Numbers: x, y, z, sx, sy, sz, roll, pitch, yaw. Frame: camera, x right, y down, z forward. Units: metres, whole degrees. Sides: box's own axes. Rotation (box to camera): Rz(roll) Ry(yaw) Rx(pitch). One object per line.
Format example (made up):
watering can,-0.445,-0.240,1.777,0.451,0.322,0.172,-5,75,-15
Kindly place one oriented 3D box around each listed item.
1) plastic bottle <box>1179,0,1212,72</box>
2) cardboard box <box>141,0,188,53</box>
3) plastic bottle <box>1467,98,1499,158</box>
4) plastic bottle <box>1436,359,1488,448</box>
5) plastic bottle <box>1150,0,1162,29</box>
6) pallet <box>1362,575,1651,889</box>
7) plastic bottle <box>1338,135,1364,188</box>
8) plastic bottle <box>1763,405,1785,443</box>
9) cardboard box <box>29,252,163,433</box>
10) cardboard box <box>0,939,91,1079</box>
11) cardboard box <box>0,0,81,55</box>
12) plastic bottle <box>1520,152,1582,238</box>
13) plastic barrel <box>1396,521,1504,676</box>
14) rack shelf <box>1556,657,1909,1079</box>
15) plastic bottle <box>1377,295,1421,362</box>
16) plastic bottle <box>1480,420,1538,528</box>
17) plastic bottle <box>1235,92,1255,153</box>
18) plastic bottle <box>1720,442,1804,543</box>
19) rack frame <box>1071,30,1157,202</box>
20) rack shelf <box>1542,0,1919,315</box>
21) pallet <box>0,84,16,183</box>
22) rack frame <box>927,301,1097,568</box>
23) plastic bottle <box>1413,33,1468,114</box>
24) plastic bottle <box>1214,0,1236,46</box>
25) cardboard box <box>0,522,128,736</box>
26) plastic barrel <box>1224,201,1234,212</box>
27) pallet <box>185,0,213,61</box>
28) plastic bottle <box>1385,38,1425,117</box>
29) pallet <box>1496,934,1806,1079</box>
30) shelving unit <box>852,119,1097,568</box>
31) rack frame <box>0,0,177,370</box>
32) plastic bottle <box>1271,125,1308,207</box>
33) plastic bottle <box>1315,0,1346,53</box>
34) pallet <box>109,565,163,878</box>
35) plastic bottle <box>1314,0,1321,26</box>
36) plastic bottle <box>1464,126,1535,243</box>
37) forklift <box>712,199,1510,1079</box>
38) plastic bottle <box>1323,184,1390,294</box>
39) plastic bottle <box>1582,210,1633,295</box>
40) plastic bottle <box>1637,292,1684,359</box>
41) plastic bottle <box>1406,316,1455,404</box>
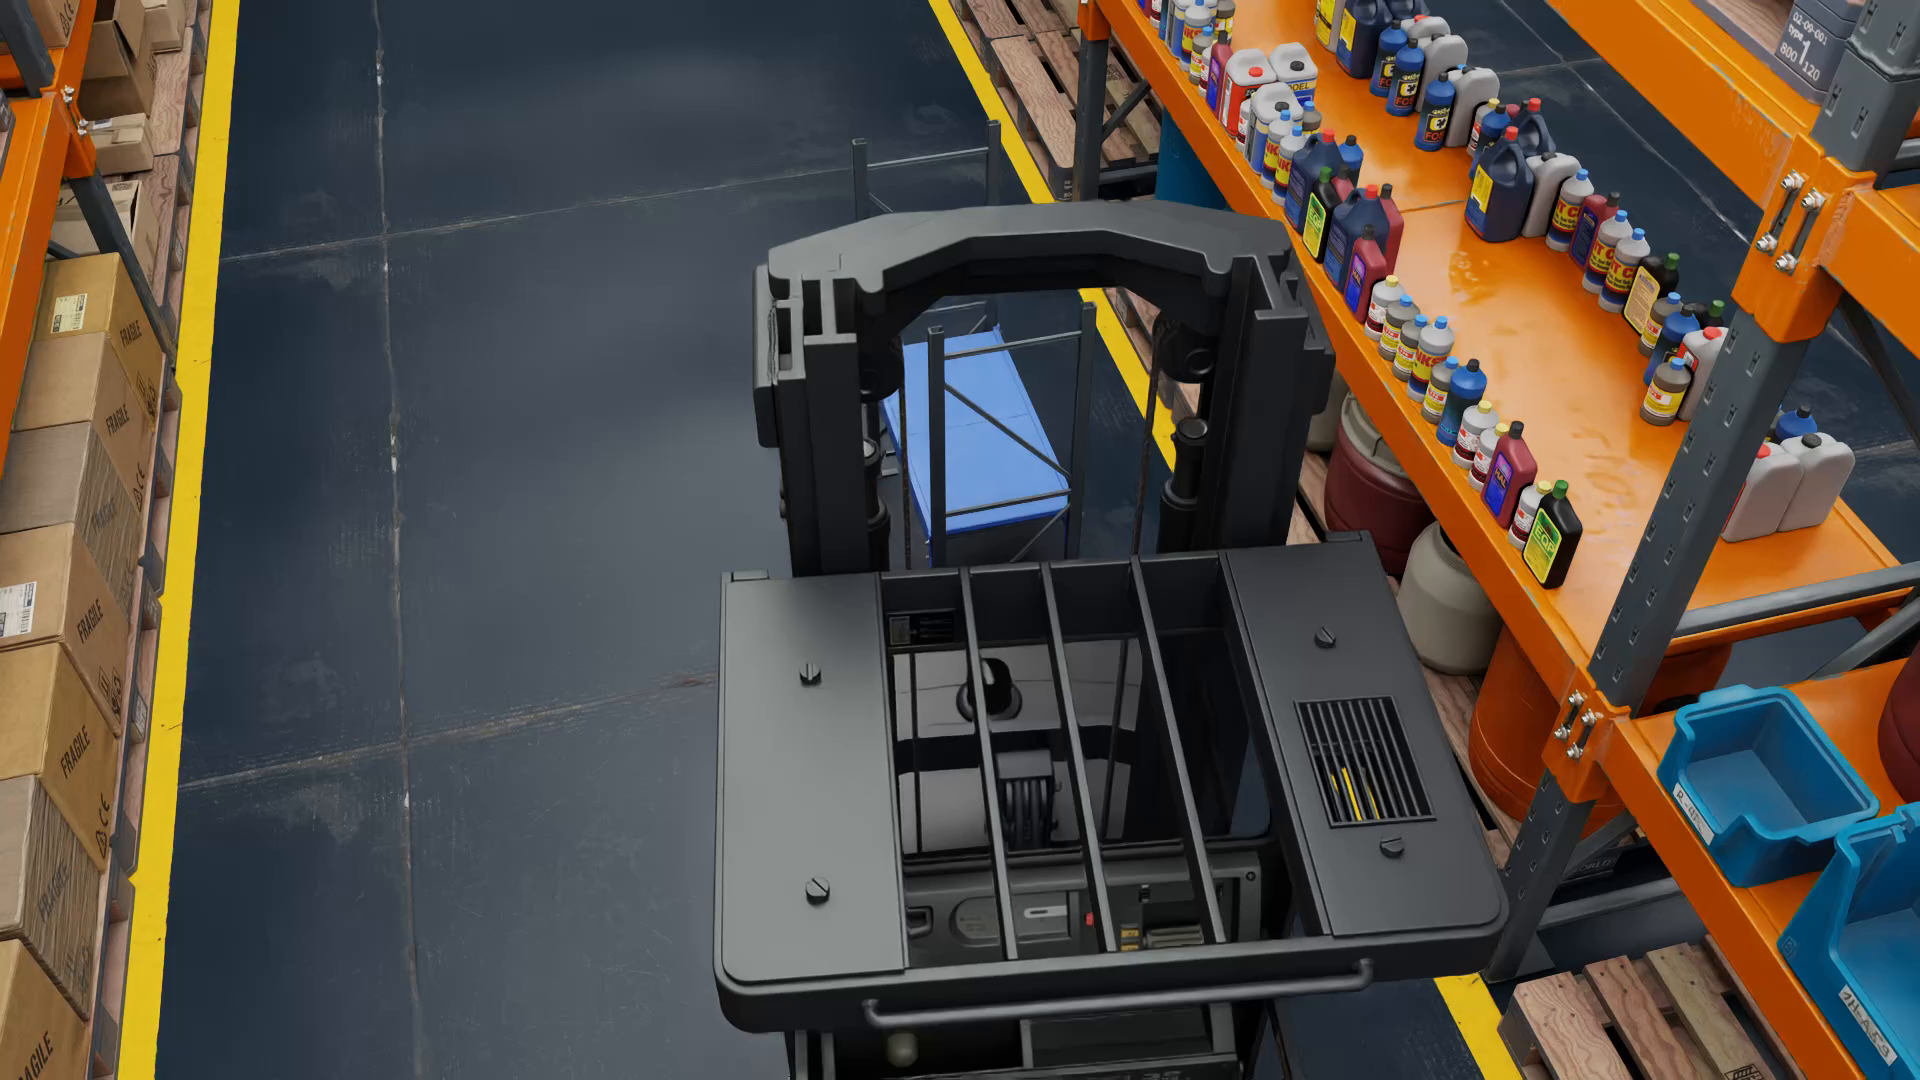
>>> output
plastic bottle,0.859,-1.846,6.049,0.097,0.271,0.097,0,46,0
cardboard box,-4.210,-2.676,8.390,0.500,0.250,0.500,-11,47,-10
plastic bottle,1.798,-1.407,5.668,0.097,0.201,0.097,0,46,0
plastic bottle,1.399,-0.389,4.621,0.097,0.271,0.097,0,46,0
plastic bottle,0.775,-2.049,6.297,0.097,0.201,0.097,0,46,0
pallet,1.794,0.583,5.531,1.003,0.211,1.213,-11,47,-10
plastic bottle,1.251,-1.191,5.407,0.097,0.271,0.097,0,46,0
plastic bottle,2.210,-0.297,4.580,0.097,0.201,0.097,0,46,0
cardboard box,-3.374,-0.705,6.283,0.500,0.500,0.500,-11,47,-11
cardboard box,-2.594,1.401,4.219,0.500,0.500,0.500,-9,46,-9
cardboard box,-3.644,-2.151,6.188,0.500,0.500,0.500,-10,46,-9
plastic bottle,1.883,-1.128,5.342,0.152,0.276,0.135,-11,47,-10
plastic barrel,1.663,0.159,5.441,0.421,0.512,0.421,0,46,0
rack shelf,2.548,1.776,2.913,1.077,0.370,4.000,-11,47,-10
plastic bottle,1.300,-0.634,4.910,0.097,0.201,0.097,0,46,0
plastic bottle,1.461,-0.176,4.404,0.061,0.283,0.133,-11,47,-10
plastic bottle,1.002,-1.435,5.695,0.097,0.201,0.097,0,46,0
plastic bottle,2.091,-0.143,4.377,0.152,0.276,0.135,-11,47,-10
rack frame,1.012,-2.618,6.715,1.000,3.000,0.127,-11,47,-10
rack shelf,1.524,-2.035,4.548,1.077,0.370,4.000,-11,47,-10
pallet,-3.678,-1.076,5.339,1.003,0.211,1.213,-11,47,-10
rack frame,0.152,-0.115,5.313,0.500,1.500,0.032,-11,47,-10
plastic bottle,1.682,-1.668,5.871,0.152,0.276,0.135,-11,47,-10
plastic bottle,0.972,-1.942,6.192,0.097,0.201,0.097,0,46,0
cardboard box,-2.995,0.334,5.264,0.500,0.500,0.500,-12,47,-12
plastic barrel,1.316,-1.163,6.464,0.600,0.901,0.708,-11,47,-10
pallet,-4.577,-2.898,8.942,1.003,0.211,1.213,-11,47,-10
plastic bottle,1.567,-1.631,5.838,0.097,0.271,0.097,0,46,0
pallet,2.197,1.662,4.474,1.003,0.211,1.213,-11,47,-10
shelving unit,0.022,-0.466,5.657,0.538,1.500,1.048,-11,47,-10
rack frame,-3.777,-1.715,5.830,1.000,3.000,0.127,-11,47,-10
plastic bottle,1.087,-1.232,5.447,0.097,0.271,0.097,0,46,0
plastic bottle,1.424,-1.999,6.144,0.144,0.351,0.185,-11,47,-10
pallet,-3.217,0.660,5.456,1.003,0.211,1.213,-11,47,-10
plastic bottle,1.403,-2.047,6.295,0.097,0.201,0.097,0,46,0
plastic bottle,1.733,-1.145,5.306,0.144,0.351,0.185,-11,47,-10
forklift,0.175,0.954,3.263,1.130,2.935,3.031,-4,46,-4
plastic bottle,1.227,-0.947,5.112,0.144,0.351,0.185,-11,47,-10
plastic bottle,1.998,-0.892,5.114,0.097,0.271,0.097,0,46,0
plastic bottle,2.082,-0.641,4.917,0.097,0.201,0.097,0,46,0
plastic bottle,1.349,-0.524,4.753,0.097,0.271,0.097,0,46,0
